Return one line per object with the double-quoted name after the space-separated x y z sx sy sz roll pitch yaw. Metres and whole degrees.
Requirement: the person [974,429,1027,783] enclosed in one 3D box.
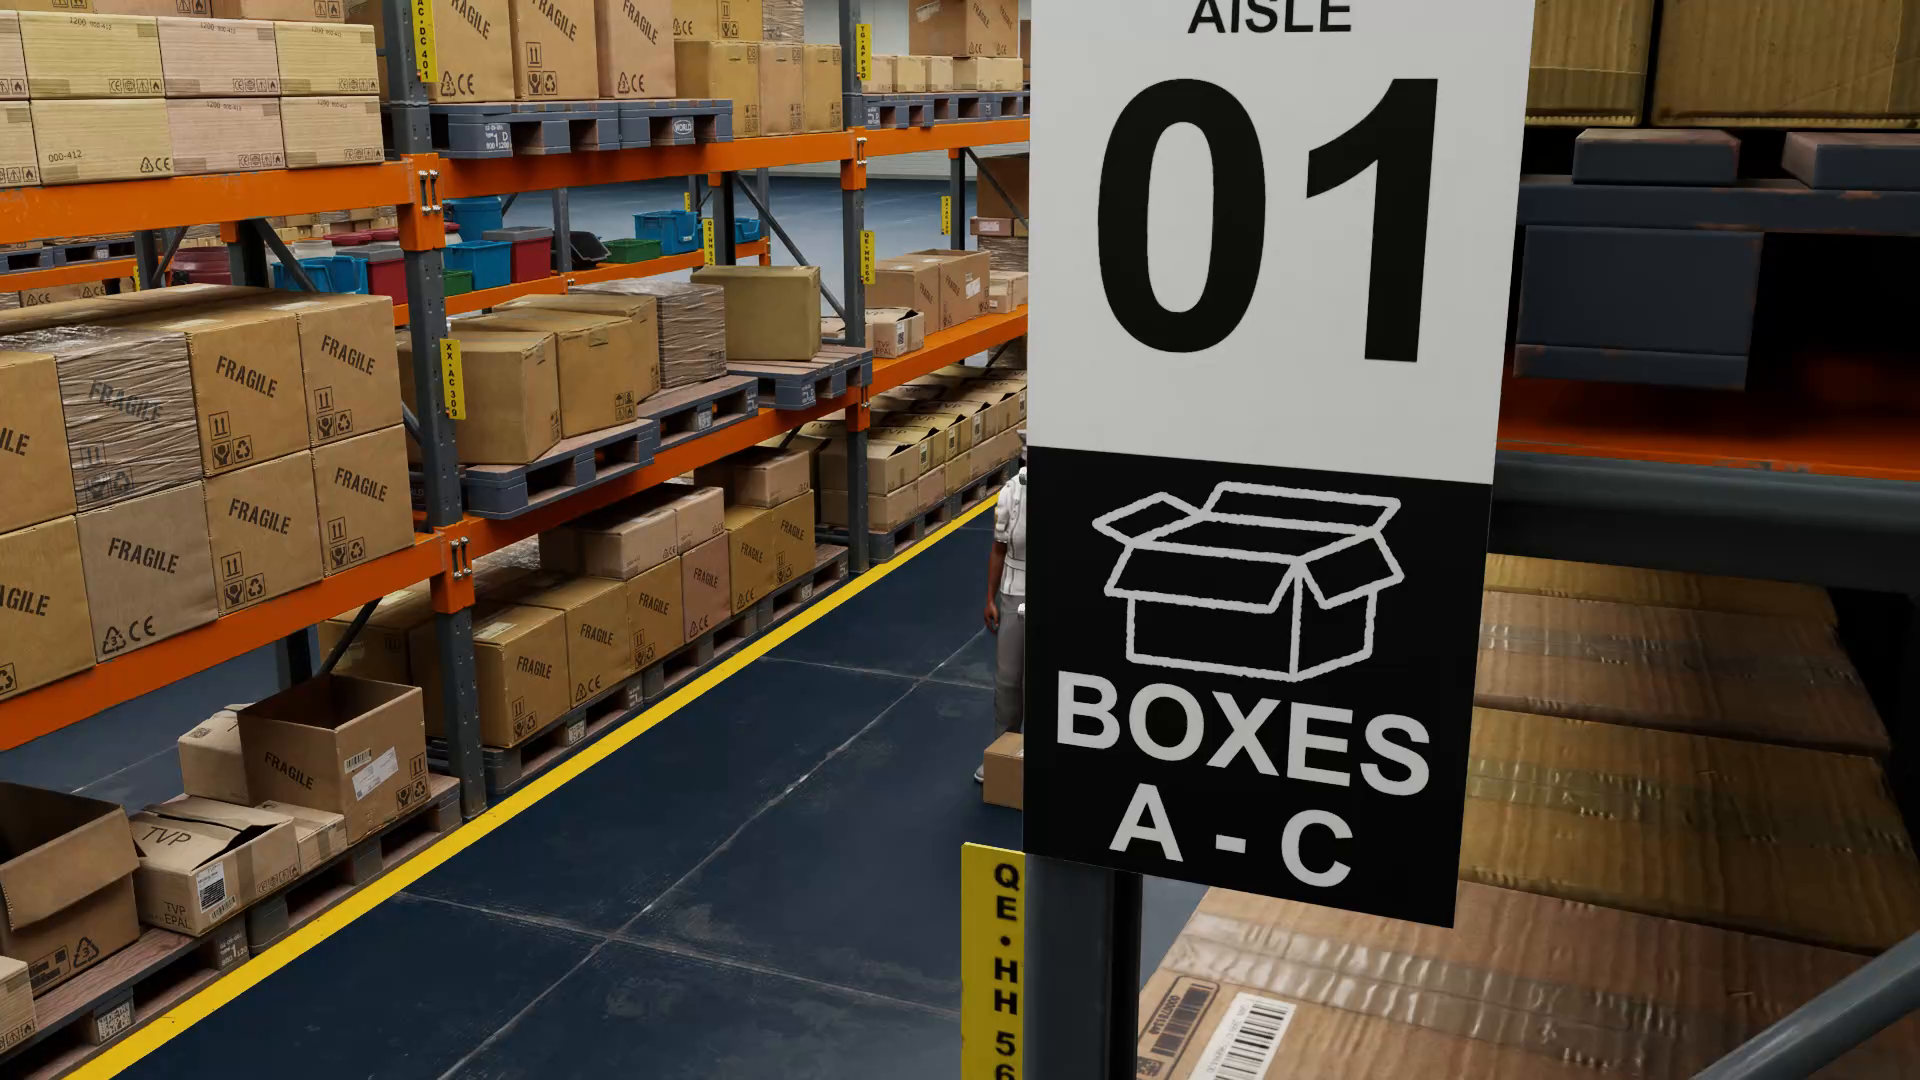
0.350 0.298 7.455 0.527 1.658 0.393 5 16 19 "person"
